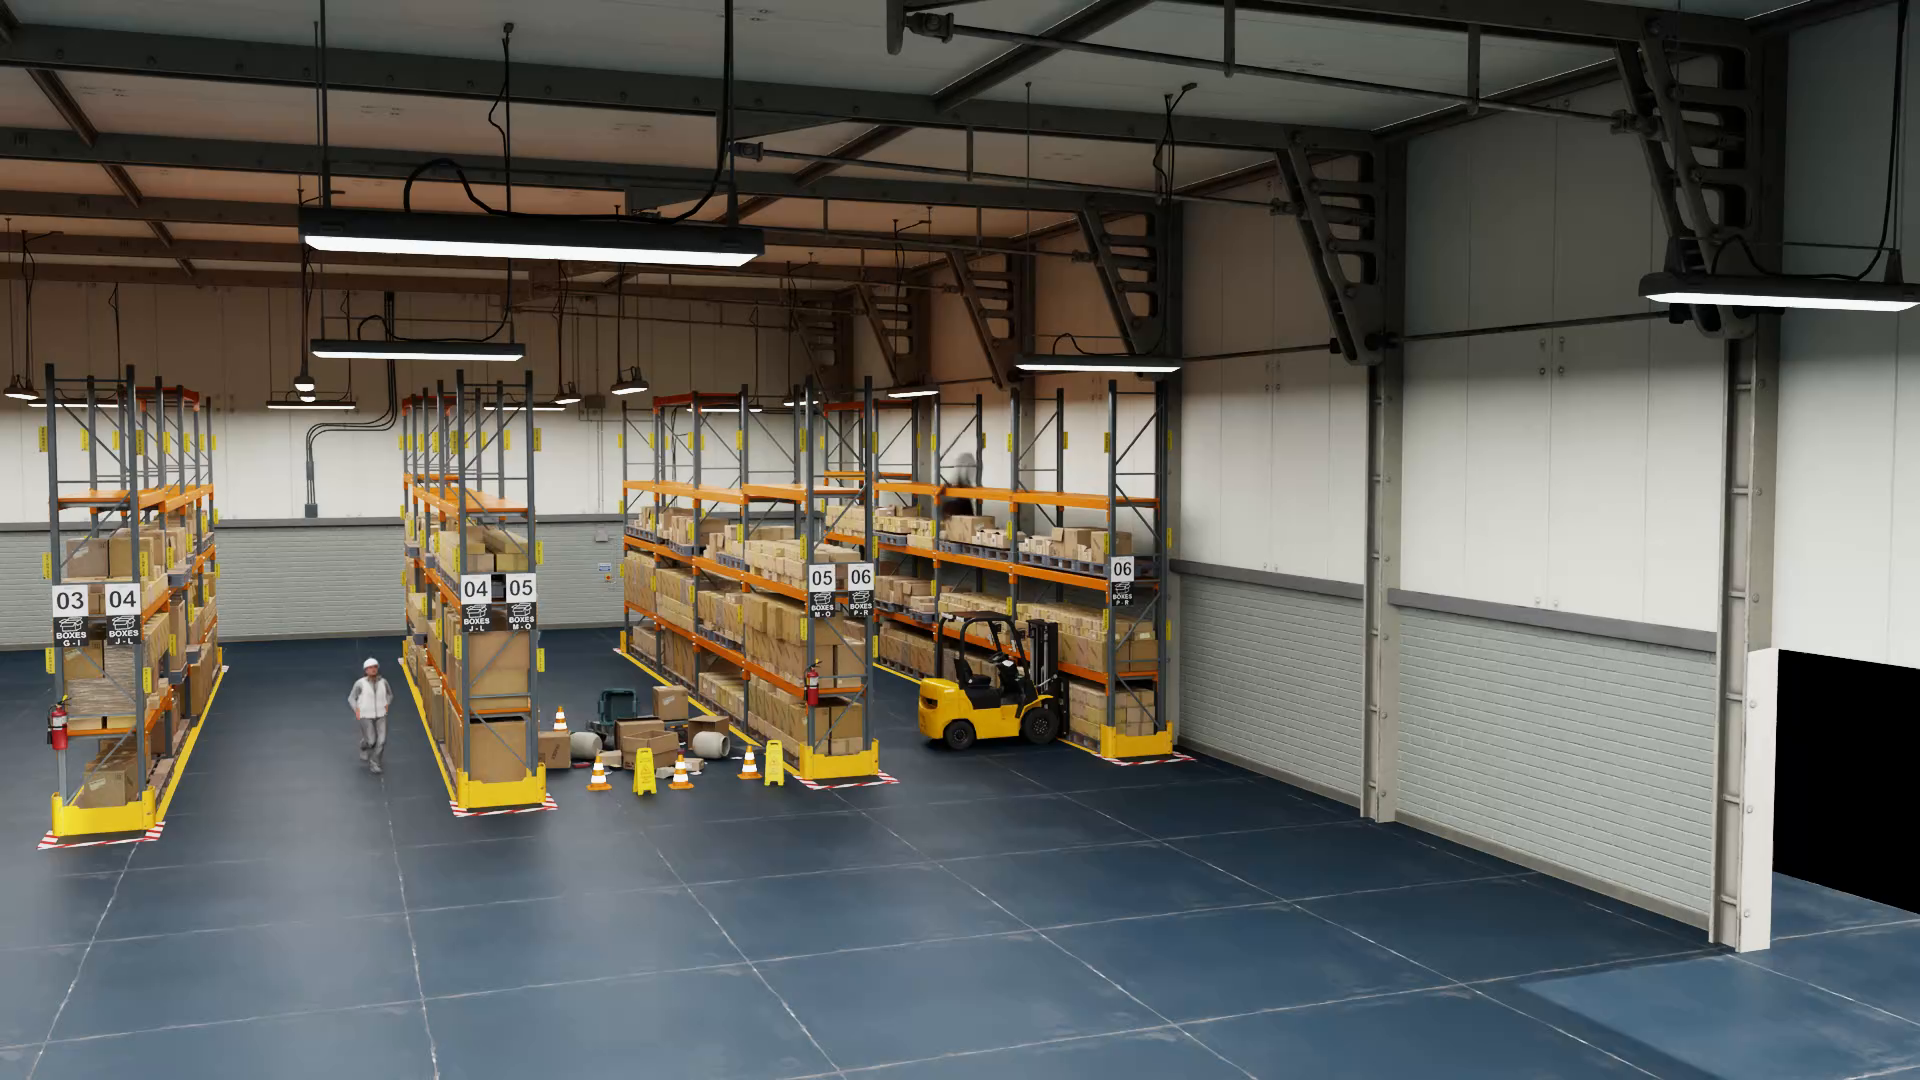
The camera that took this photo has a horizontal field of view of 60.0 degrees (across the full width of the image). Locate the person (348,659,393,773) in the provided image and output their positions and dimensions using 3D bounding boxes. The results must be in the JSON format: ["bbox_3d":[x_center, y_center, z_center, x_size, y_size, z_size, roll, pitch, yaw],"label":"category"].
[{"bbox_3d":[-8.943,2.666,25.311,0.659,1.729,0.586,-2,4,-36],"label":"person"}]
